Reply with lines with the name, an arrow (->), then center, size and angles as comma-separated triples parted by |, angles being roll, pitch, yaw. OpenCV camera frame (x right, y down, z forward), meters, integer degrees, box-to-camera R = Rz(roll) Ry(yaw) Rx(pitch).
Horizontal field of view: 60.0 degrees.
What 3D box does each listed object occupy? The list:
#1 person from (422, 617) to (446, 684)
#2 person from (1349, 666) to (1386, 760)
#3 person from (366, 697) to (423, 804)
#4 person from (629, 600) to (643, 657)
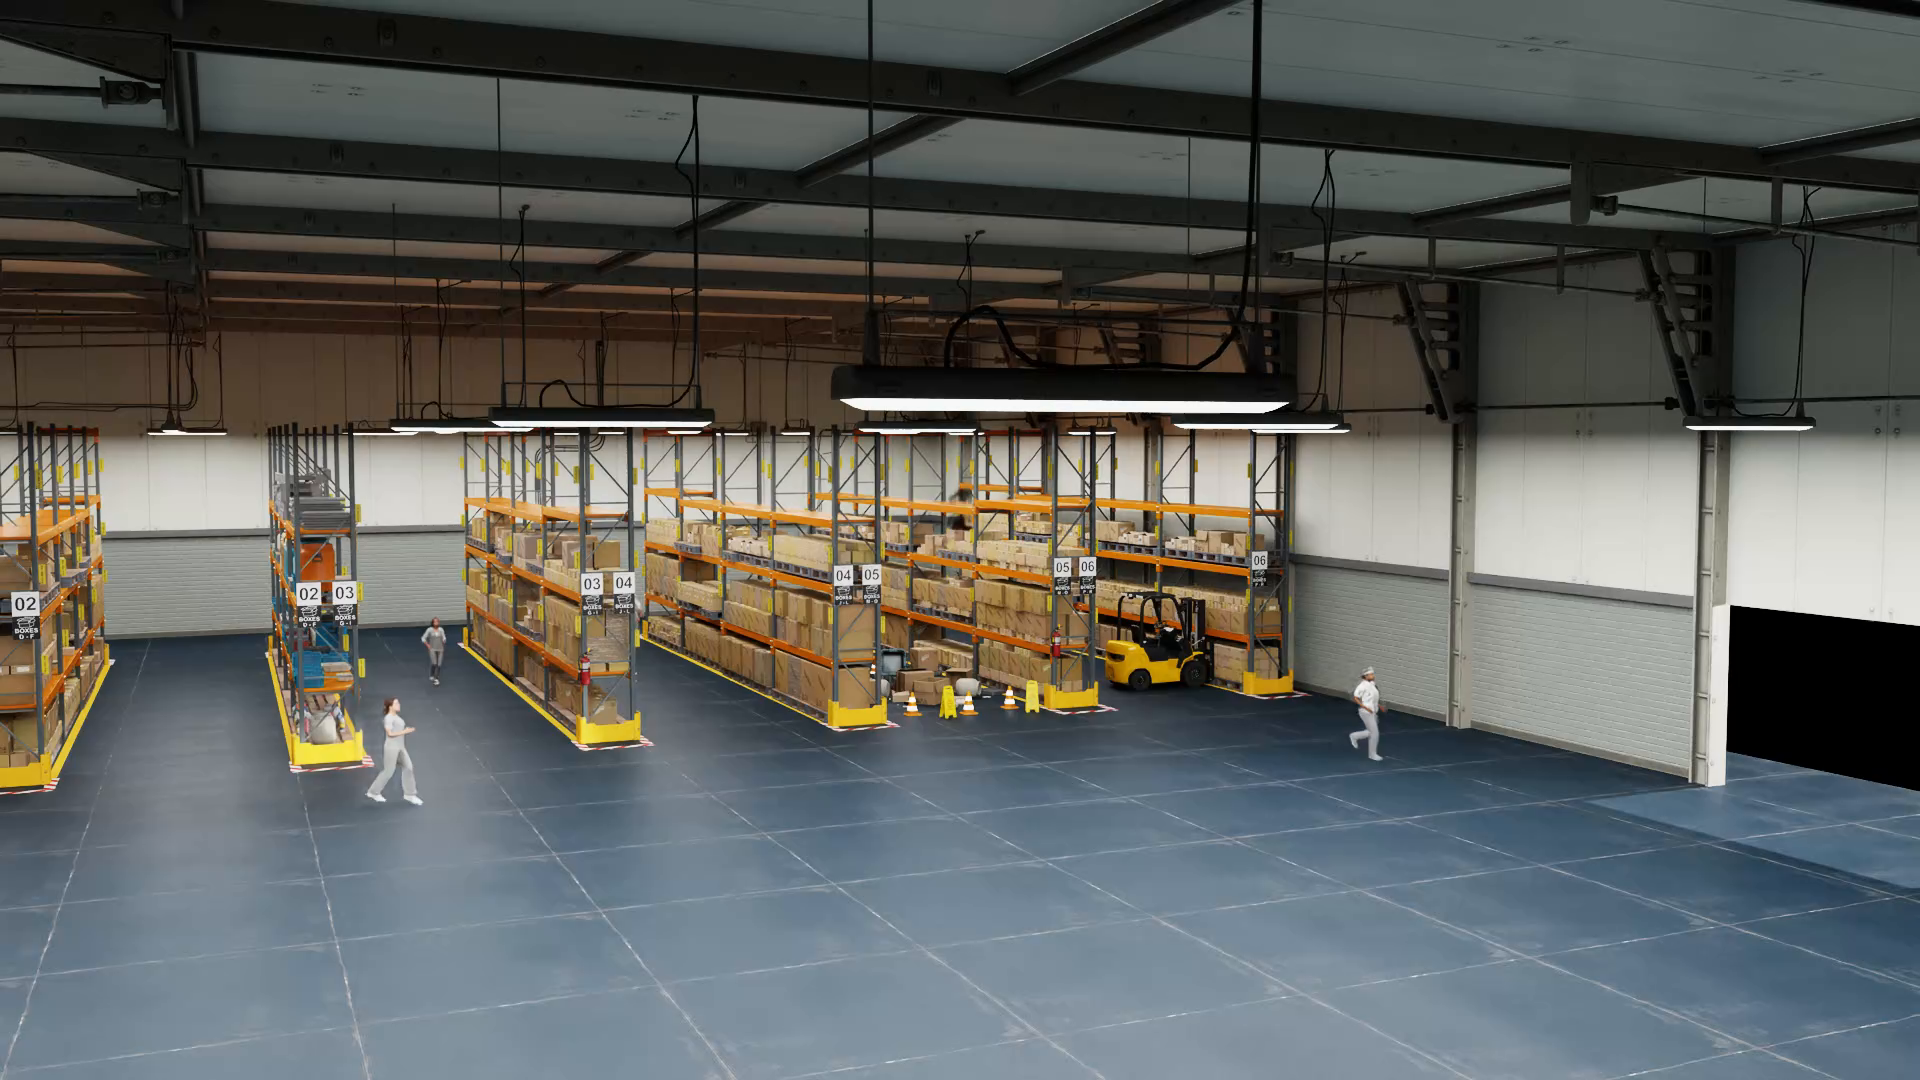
person -> -12.139, 2.581, 38.526 | 0.527, 1.552, 0.550 | -2, 4, -34
person -> 7.260, 3.086, 29.764 | 0.686, 1.677, 0.577 | 3, 4, 39
person -> -8.830, 3.286, 25.907 | 0.840, 1.708, 0.555 | 0, 3, 0
person -> -8.701, 2.192, 43.956 | 0.648, 1.777, 0.954 | -1, 4, -19
